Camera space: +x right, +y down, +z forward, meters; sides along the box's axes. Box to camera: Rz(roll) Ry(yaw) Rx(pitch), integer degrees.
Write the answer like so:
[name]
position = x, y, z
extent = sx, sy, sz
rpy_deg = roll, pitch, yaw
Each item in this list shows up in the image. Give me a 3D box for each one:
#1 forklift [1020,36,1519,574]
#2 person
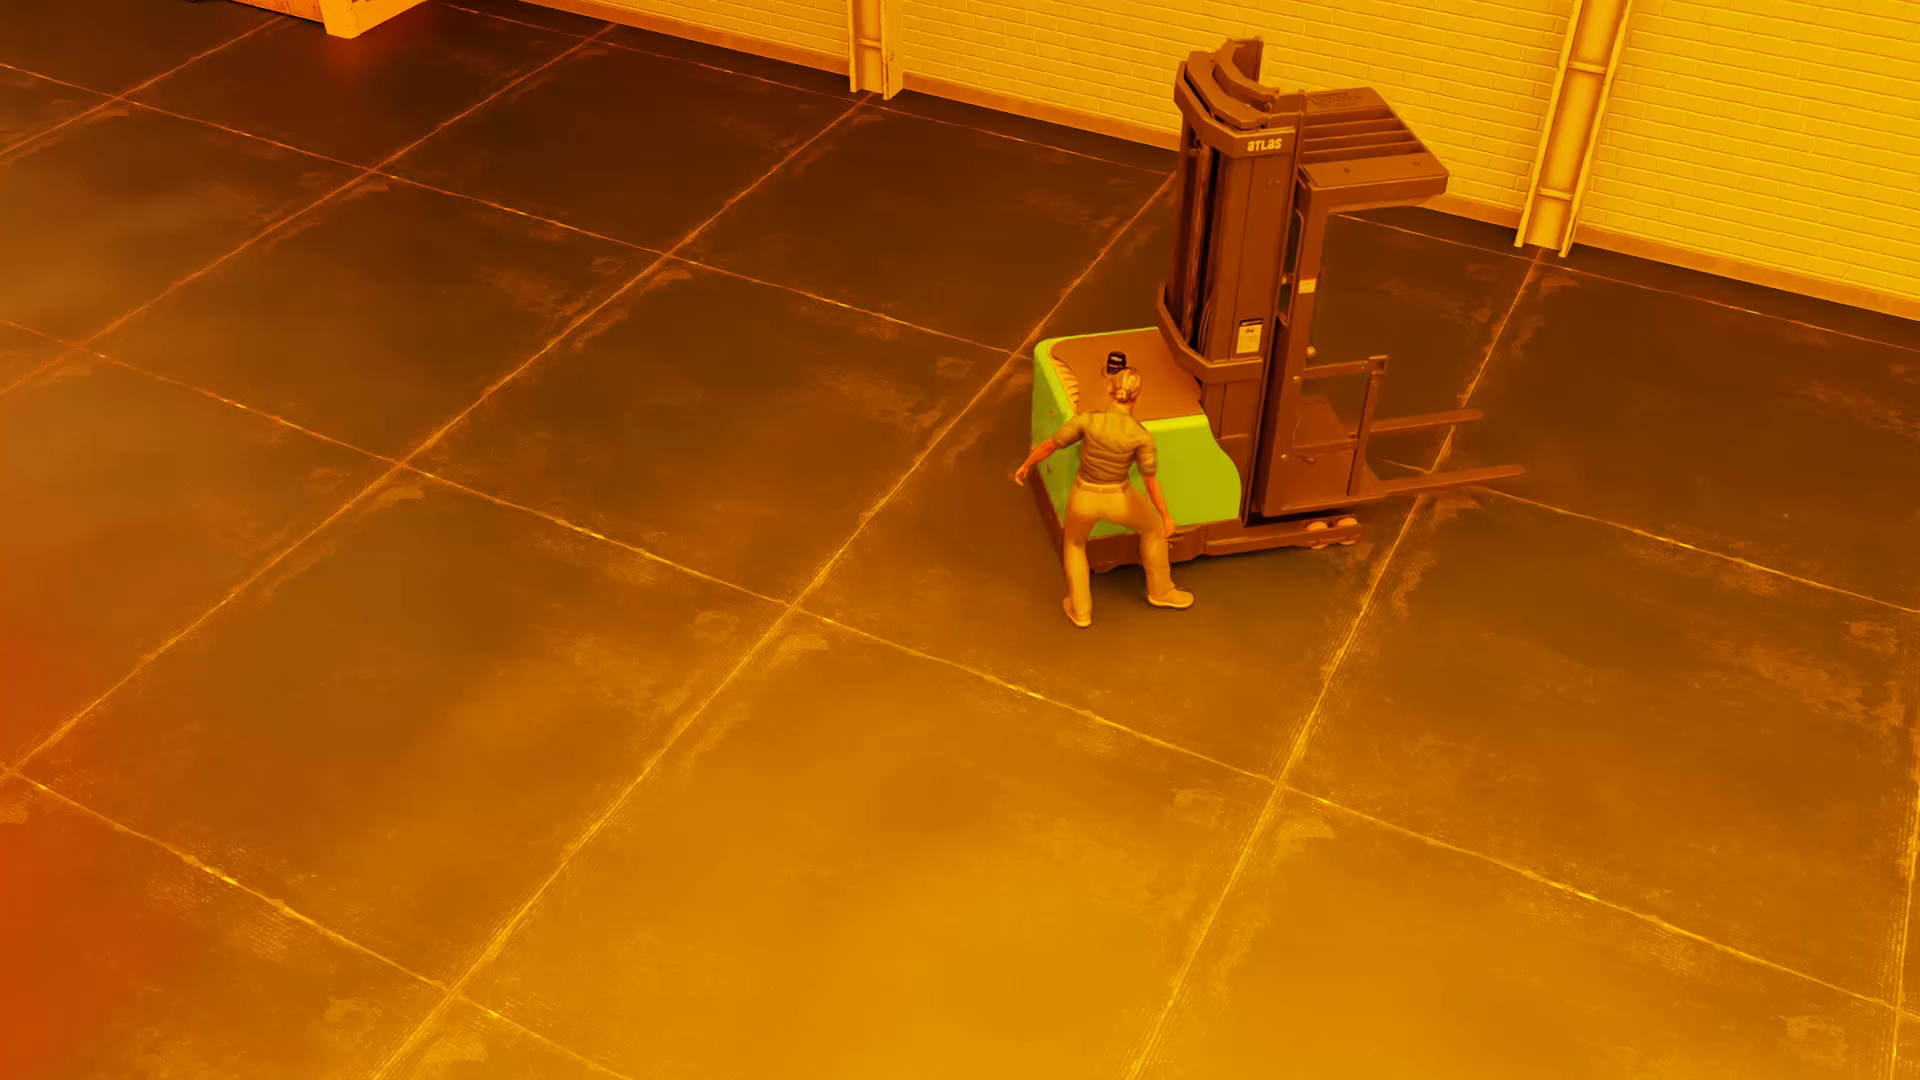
[forklift]
position = 1.954, -1.389, 9.635
extent = 3.031, 2.935, 1.130
rpy_deg = -8, 41, -9
[person]
position = 0.898, -0.204, 9.297
extent = 1.011, 1.595, 0.433
rpy_deg = 3, 40, 3
